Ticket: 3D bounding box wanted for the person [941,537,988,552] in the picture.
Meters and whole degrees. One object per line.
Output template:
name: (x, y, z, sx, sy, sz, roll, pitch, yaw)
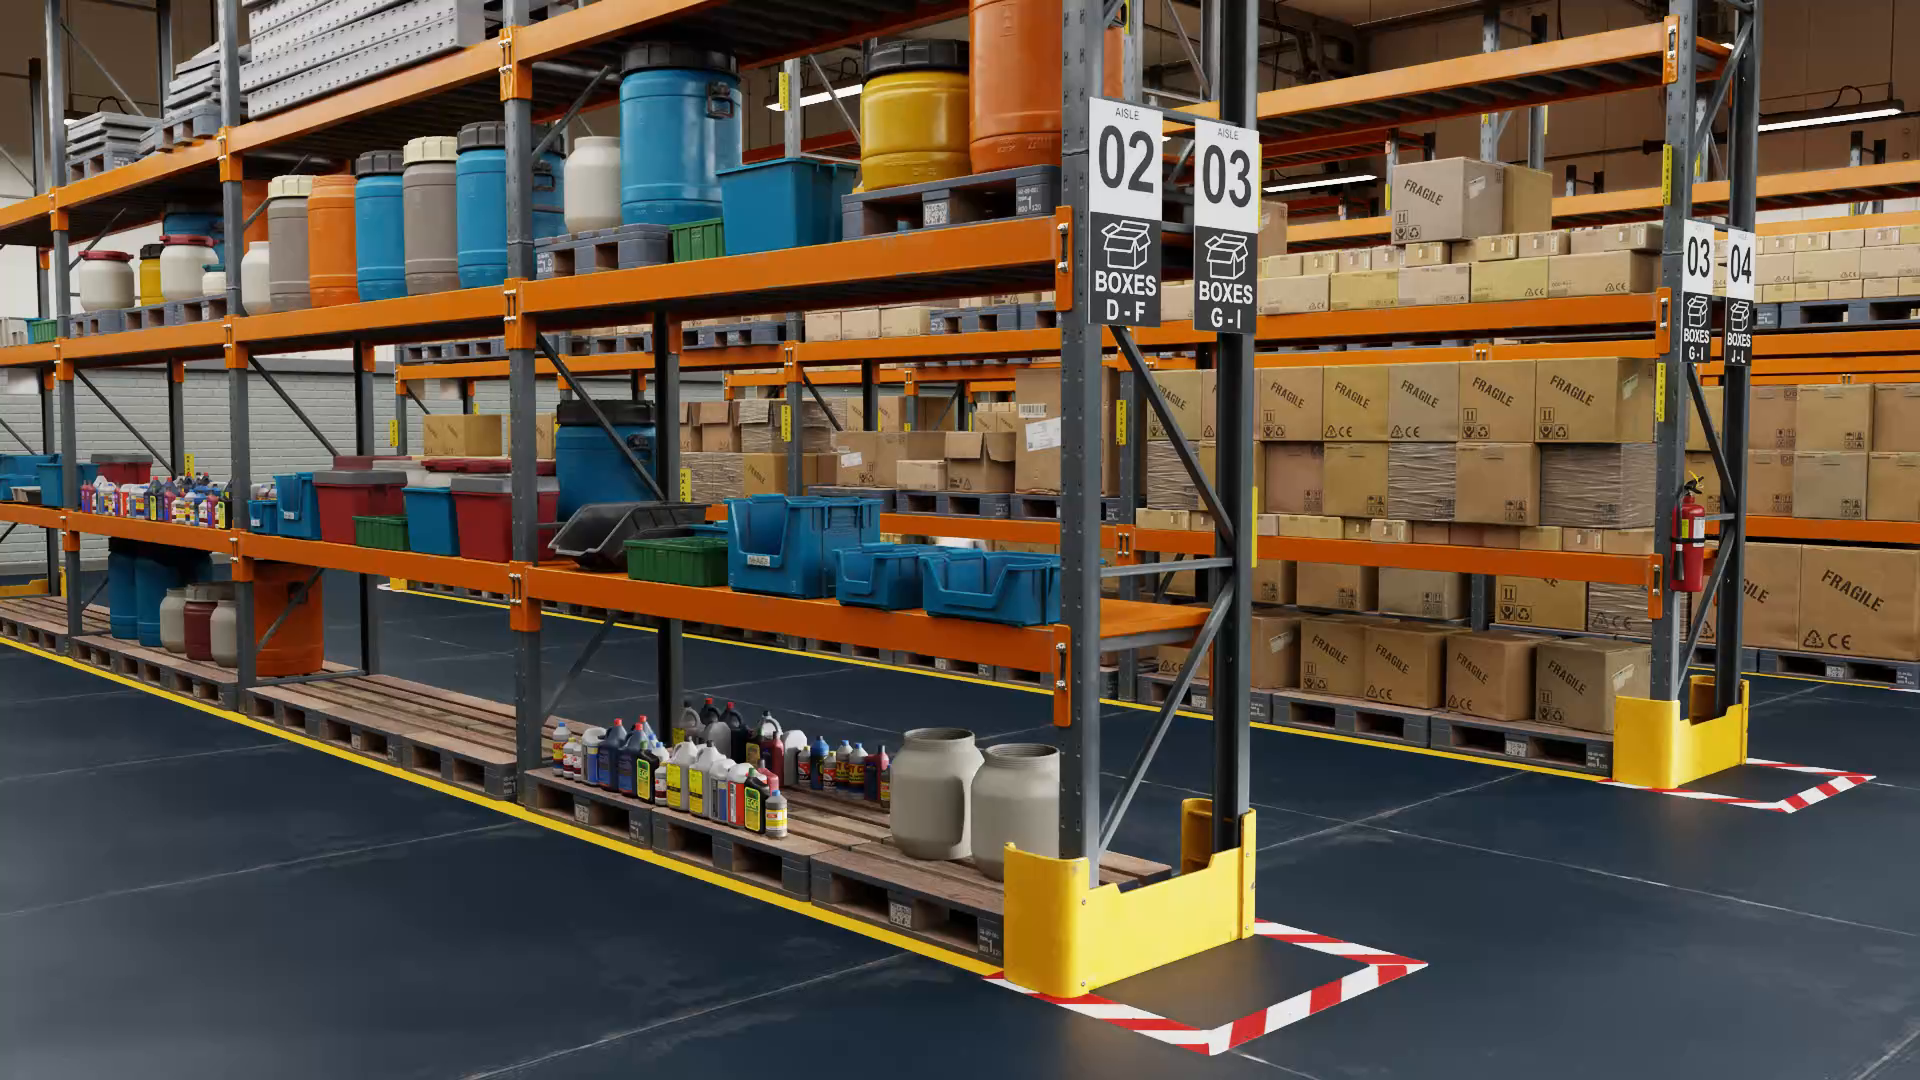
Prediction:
person: (0.034, 0.278, 18.802, 0.907, 1.006, 0.563, -4, 5, -45)
